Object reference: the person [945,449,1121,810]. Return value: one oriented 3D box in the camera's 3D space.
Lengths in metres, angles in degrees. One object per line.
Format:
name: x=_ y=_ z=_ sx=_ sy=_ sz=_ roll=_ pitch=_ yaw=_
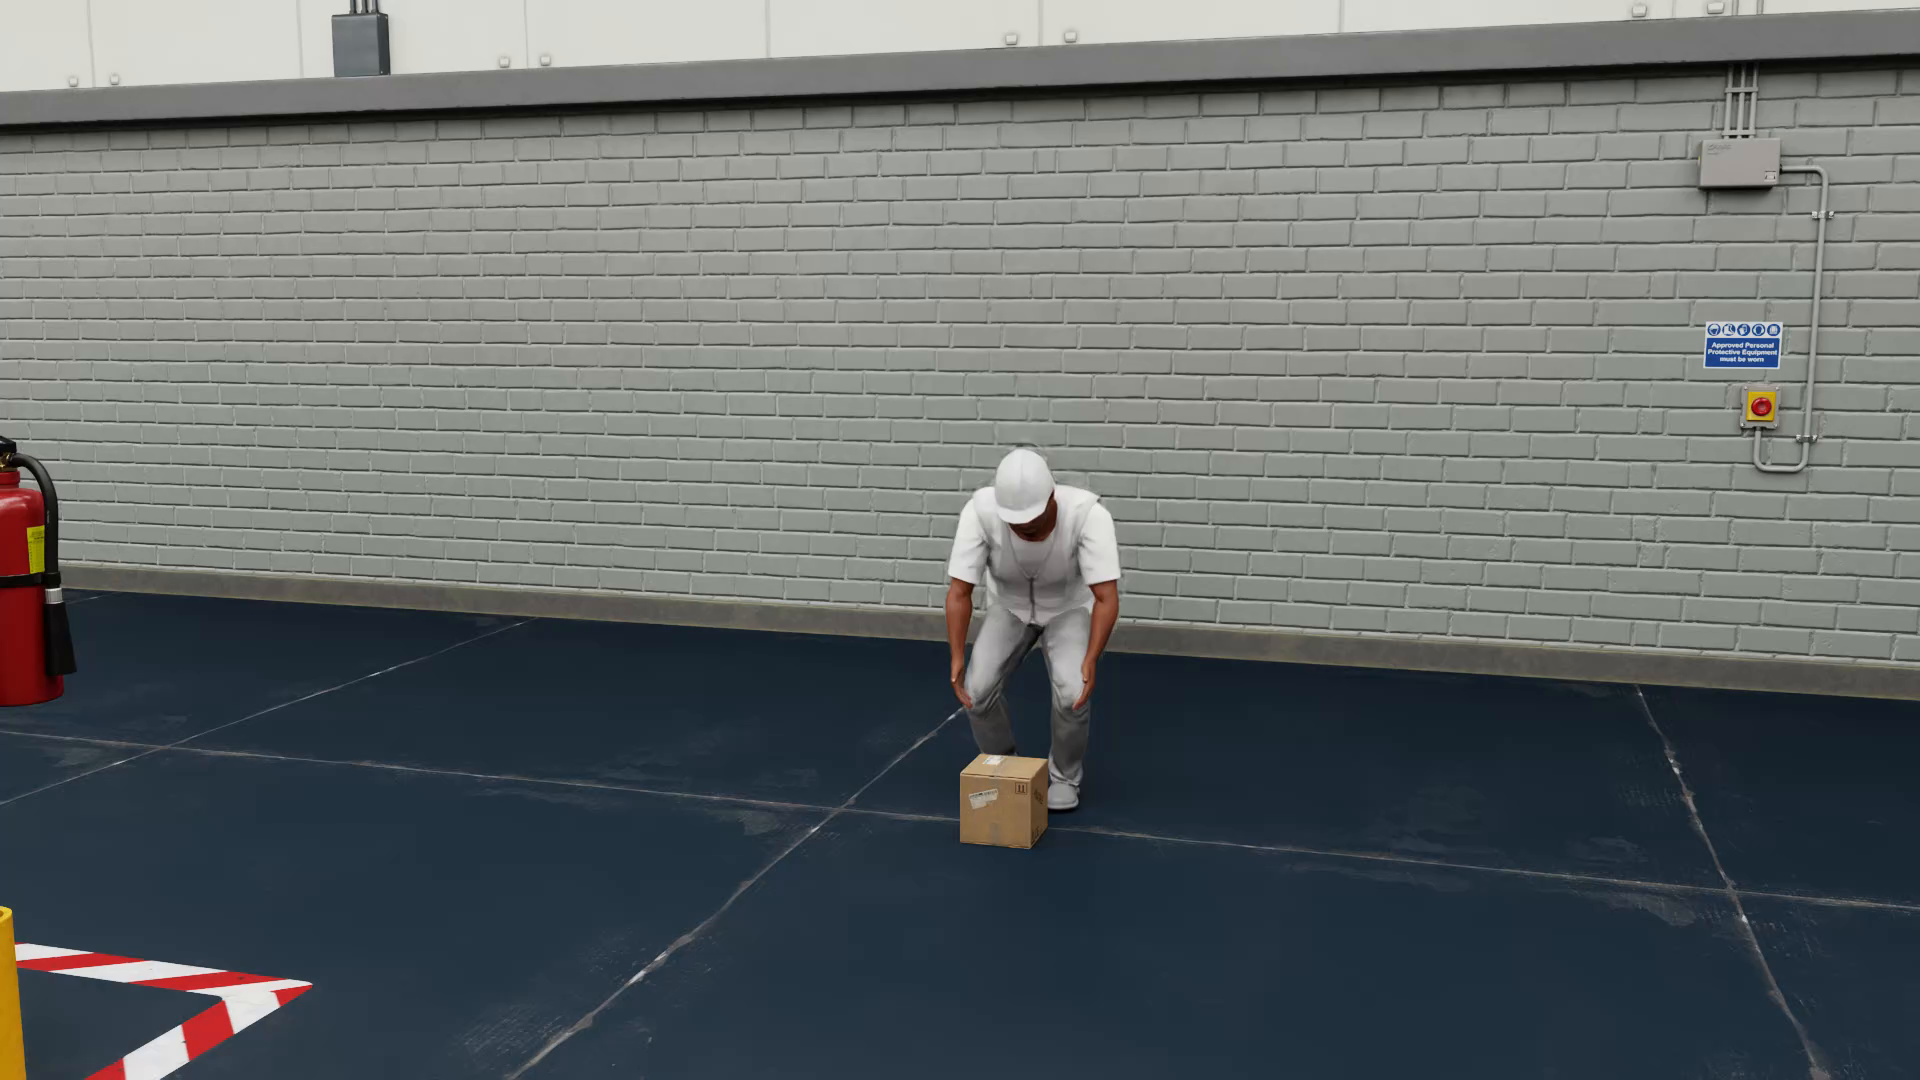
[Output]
person: x=0.290 y=0.315 z=6.065 sx=0.631 sy=1.341 sz=0.792 roll=2 pitch=9 yaw=16
